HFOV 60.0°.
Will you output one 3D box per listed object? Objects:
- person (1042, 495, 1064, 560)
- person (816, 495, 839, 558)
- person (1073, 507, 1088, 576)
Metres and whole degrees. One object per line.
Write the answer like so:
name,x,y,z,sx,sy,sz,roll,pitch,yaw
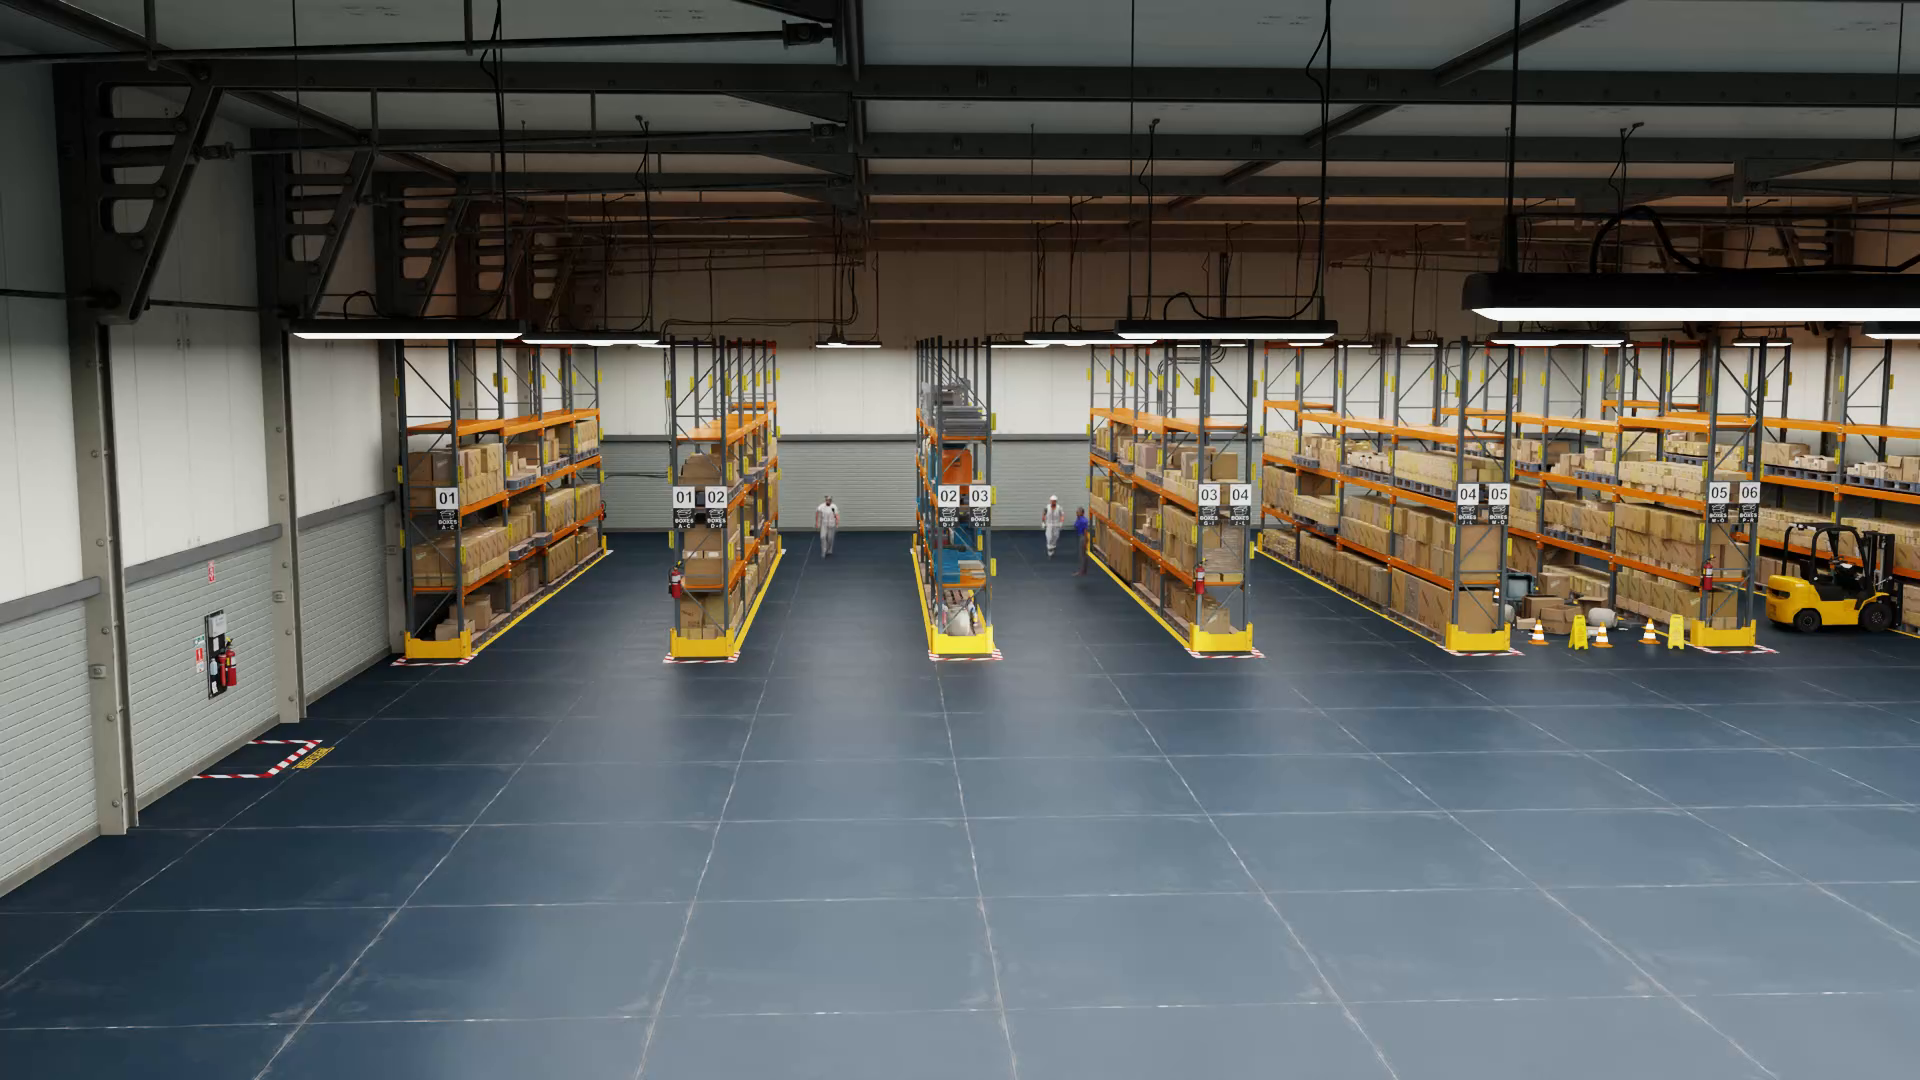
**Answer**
person,2.589,-0.343,46.119,0.601,1.807,0.877,0,6,0
person,-3.715,-0.397,46.551,0.670,1.749,0.976,0,6,-2
person,2.910,0.029,40.340,0.376,1.670,0.502,-1,7,-5
